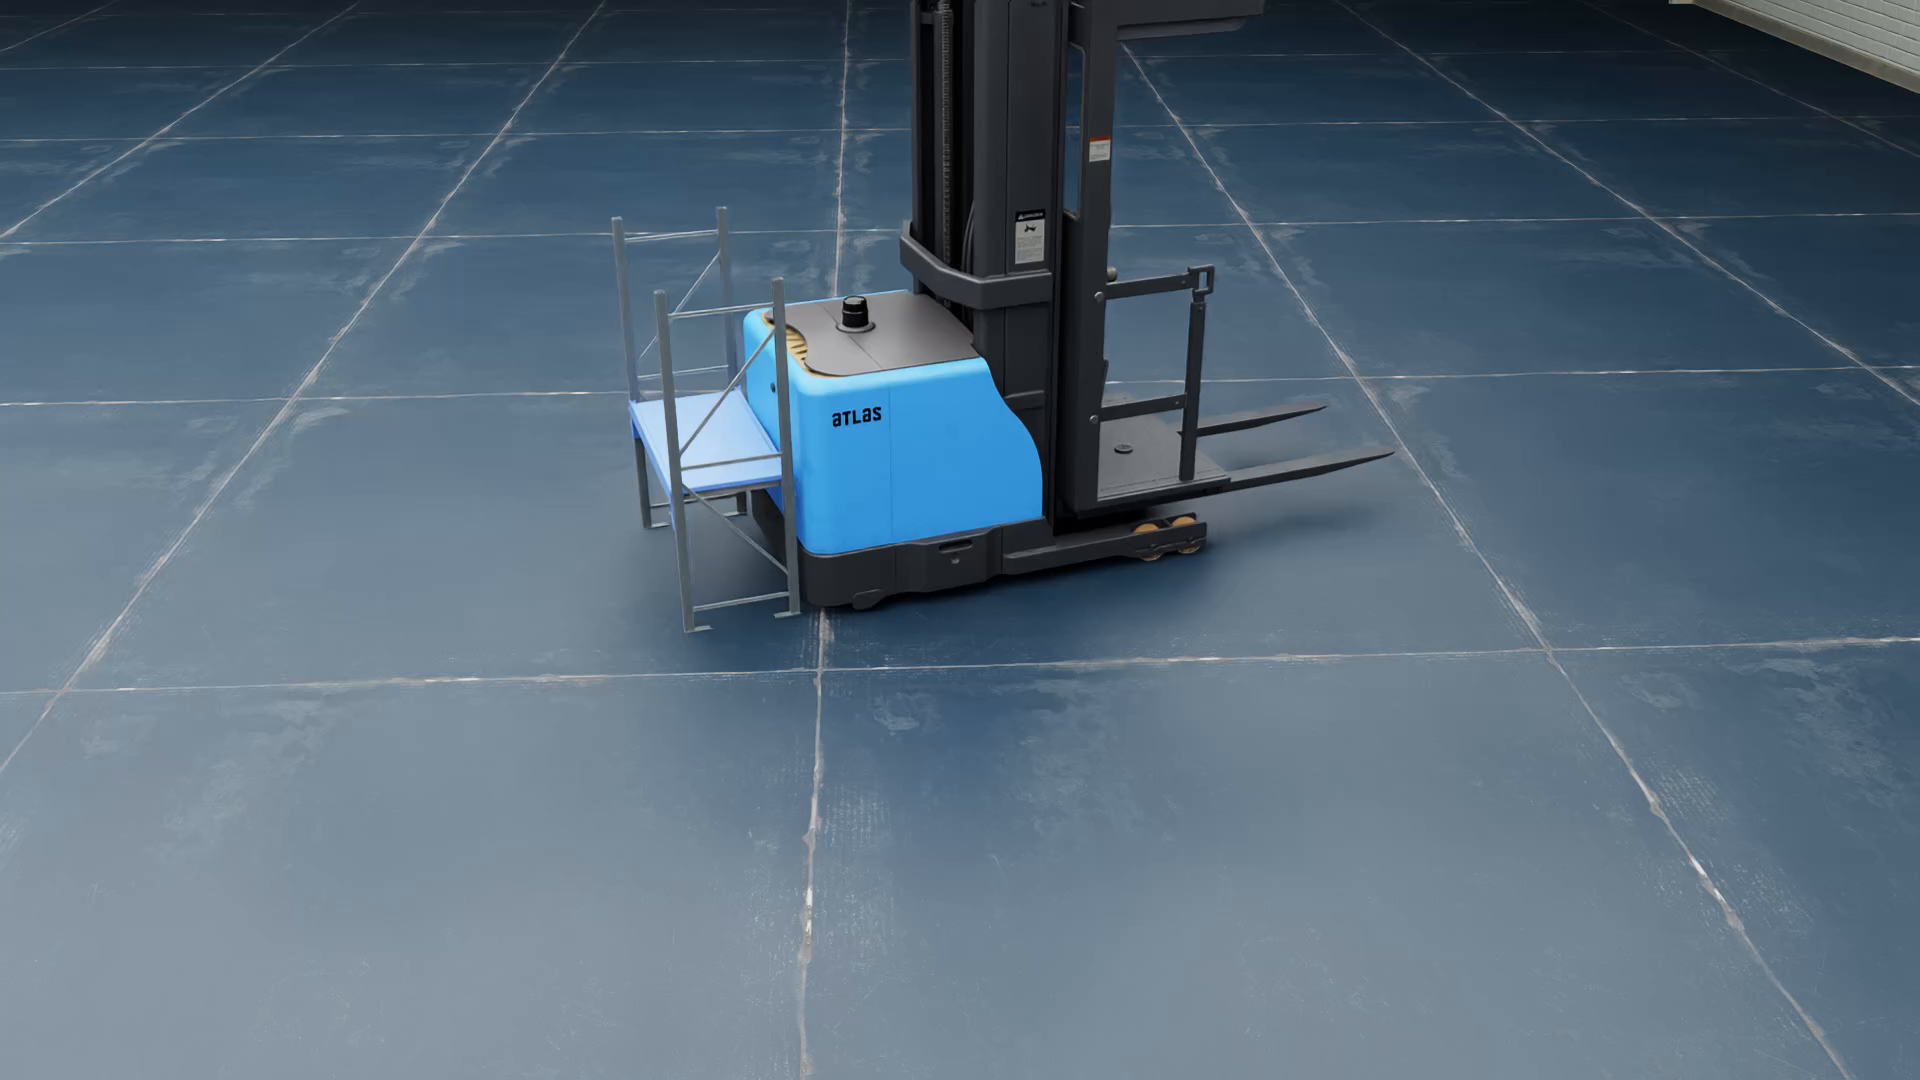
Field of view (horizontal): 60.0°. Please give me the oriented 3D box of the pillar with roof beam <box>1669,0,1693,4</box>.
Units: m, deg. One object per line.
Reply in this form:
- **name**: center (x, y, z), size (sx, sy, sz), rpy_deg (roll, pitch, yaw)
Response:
- **pillar with roof beam**: center (4.520, -10.532, 18.211), size (9.100, 9.000, 0.400), rpy_deg (-1, 28, -3)

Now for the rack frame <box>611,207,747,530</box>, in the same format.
- **rack frame**: center (-1.262, -0.757, 7.579), size (0.500, 1.500, 0.032), rpy_deg (-9, 29, -17)

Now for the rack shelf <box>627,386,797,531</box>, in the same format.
- **rack shelf**: center (-1.093, -0.375, 7.237), size (0.538, 0.185, 1.000), rpy_deg (-9, 29, -17)

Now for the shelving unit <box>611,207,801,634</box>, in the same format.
- **shelving unit**: center (-1.093, -0.535, 7.154), size (0.538, 1.500, 1.048), rpy_deg (-9, 29, -17)

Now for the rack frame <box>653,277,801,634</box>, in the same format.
- **rack frame**: center (-0.925, -0.313, 6.728), size (0.500, 1.500, 0.032), rpy_deg (-9, 29, -17)

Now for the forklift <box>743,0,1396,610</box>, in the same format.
- **forklift**: center (0.593, -1.420, 7.303), size (3.031, 2.935, 1.130), rpy_deg (-10, 29, -19)
